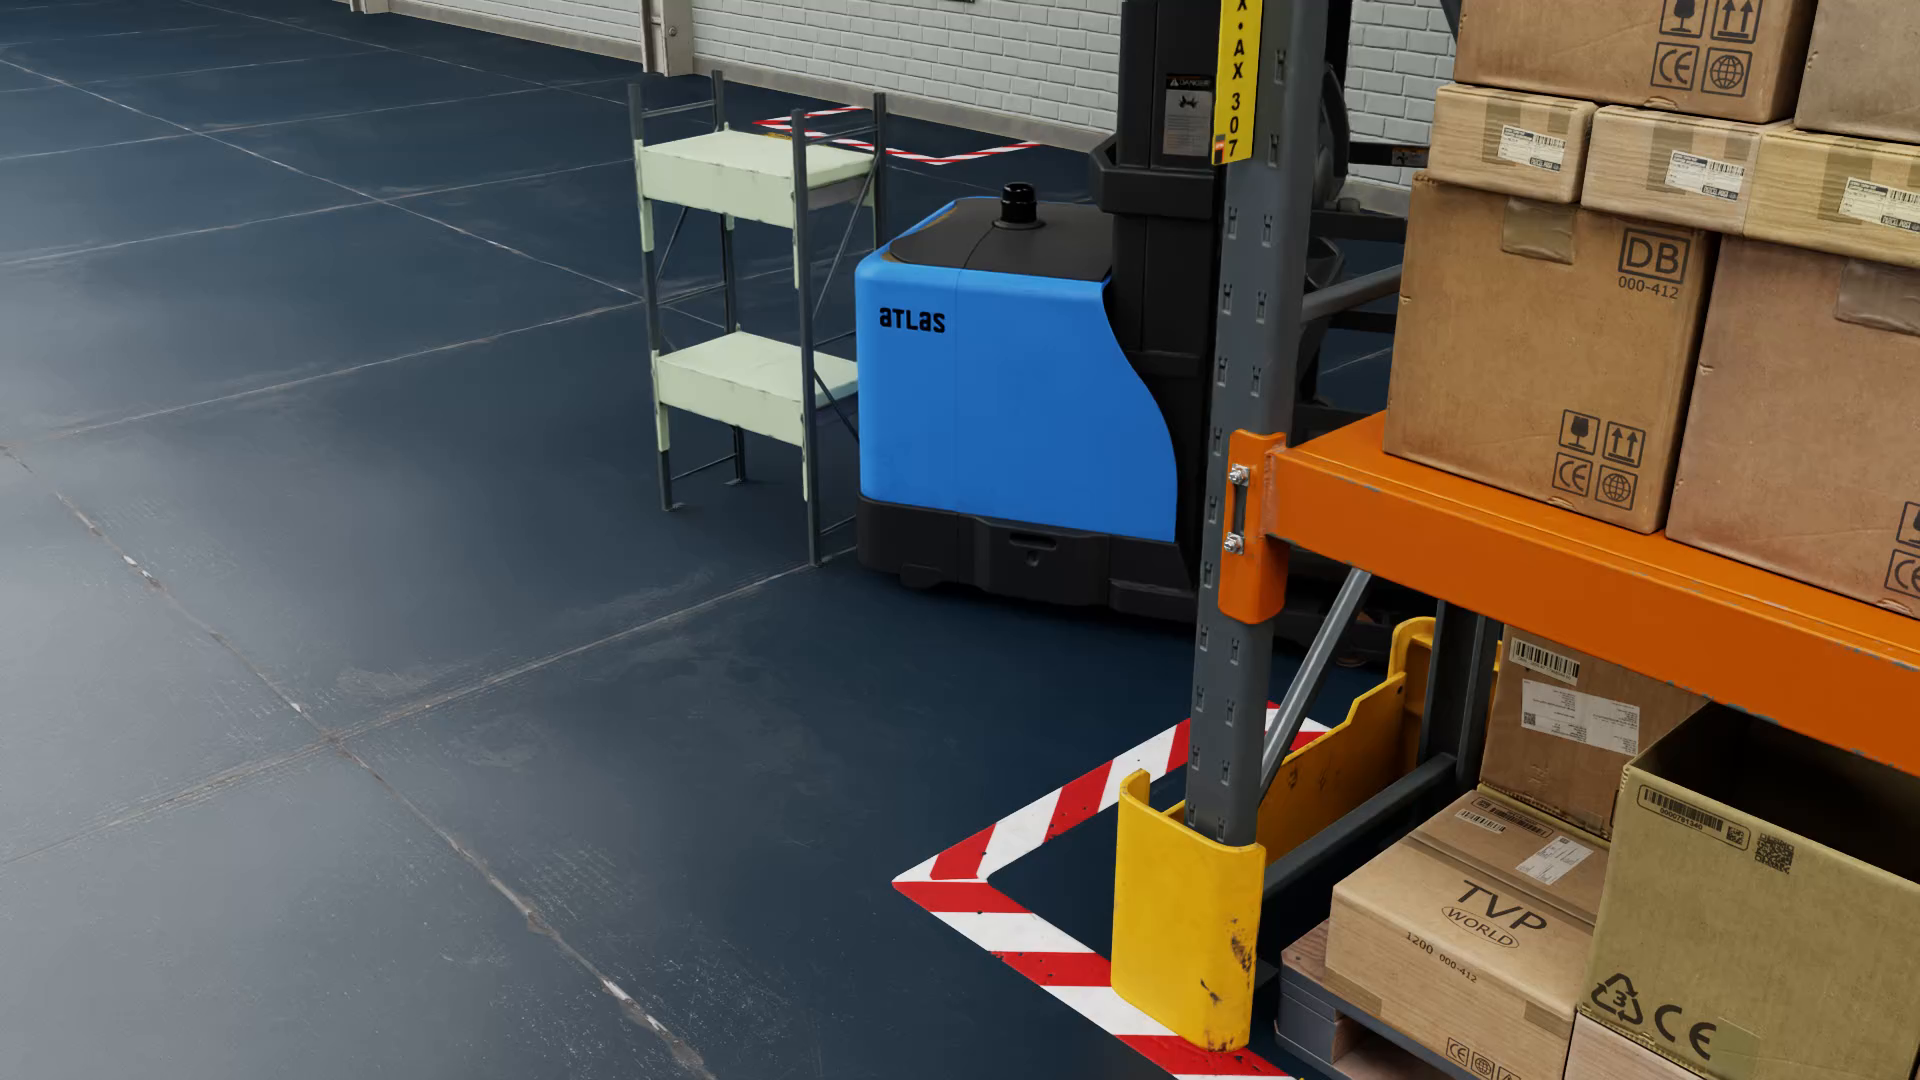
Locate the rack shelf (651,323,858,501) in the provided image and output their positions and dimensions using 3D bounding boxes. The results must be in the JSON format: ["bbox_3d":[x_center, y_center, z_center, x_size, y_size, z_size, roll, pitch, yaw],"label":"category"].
[{"bbox_3d":[-0.652,-0.455,5.726,0.720,0.370,0.431,19,30,35],"label":"rack shelf"}]

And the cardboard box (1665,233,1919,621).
[{"bbox_3d":[1.534,-0.248,2.559,0.700,0.500,0.500,-20,31,-37],"label":"cardboard box"}]

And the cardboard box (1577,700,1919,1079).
[{"bbox_3d":[1.409,0.590,2.746,0.500,0.500,0.500,-21,32,-38],"label":"cardboard box"}]

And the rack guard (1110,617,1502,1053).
[{"bbox_3d":[0.846,0.625,3.779,1.175,0.500,0.348,-21,32,-38],"label":"rack guard"}]

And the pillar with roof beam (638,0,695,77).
[{"bbox_3d":[-5.759,-7.089,10.447,9.100,9.000,0.400,-21,32,-38],"label":"pillar with roof beam"}]

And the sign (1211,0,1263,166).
[{"bbox_3d":[0.453,-0.780,2.707,0.100,0.325,0.005,-21,32,-38],"label":"sign"}]

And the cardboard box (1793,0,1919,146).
[{"bbox_3d":[1.572,-0.822,2.255,0.700,0.500,0.500,-22,33,-40],"label":"cardboard box"}]

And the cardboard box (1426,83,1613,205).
[{"bbox_3d":[0.973,-0.666,2.694,0.380,0.149,0.250,-22,32,-39],"label":"cardboard box"}]

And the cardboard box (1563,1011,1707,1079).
[{"bbox_3d":[1.411,0.931,2.903,0.500,0.250,0.500,-21,32,-38],"label":"cardboard box"}]

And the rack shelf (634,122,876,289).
[{"bbox_3d":[-0.652,-1.107,5.429,0.720,0.370,0.431,19,30,35],"label":"rack shelf"}]

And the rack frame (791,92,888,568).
[{"bbox_3d":[-0.368,-0.656,5.381,0.023,1.500,0.400,19,30,35],"label":"rack frame"}]

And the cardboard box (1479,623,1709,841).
[{"bbox_3d":[1.446,0.291,3.401,0.500,0.500,0.500,-21,32,-38],"label":"cardboard box"}]

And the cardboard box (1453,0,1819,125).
[{"bbox_3d":[1.208,-0.980,2.601,0.700,0.500,0.500,-21,32,-38],"label":"cardboard box"}]

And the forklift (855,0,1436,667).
[{"bbox_3d":[1.239,-1.179,4.803,3.031,2.935,1.130,8,26,18],"label":"forklift"}]

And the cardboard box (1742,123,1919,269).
[{"bbox_3d":[1.325,-0.511,2.354,0.380,0.149,0.250,-21,32,-38],"label":"cardboard box"}]

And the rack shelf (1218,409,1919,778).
[{"bbox_3d":[2.229,0.428,2.065,1.077,0.370,4.000,-21,32,-38],"label":"rack shelf"}]

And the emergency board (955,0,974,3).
[{"bbox_3d":[-0.169,-4.530,12.066,0.157,1.169,0.626,-21,32,-38],"label":"emergency board"}]

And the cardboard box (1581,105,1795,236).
[{"bbox_3d":[1.156,-0.587,2.520,0.380,0.149,0.250,-22,33,-40],"label":"cardboard box"}]

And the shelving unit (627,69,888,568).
[{"bbox_3d":[-0.652,-0.752,5.591,0.755,1.500,0.431,19,30,35],"label":"shelving unit"}]

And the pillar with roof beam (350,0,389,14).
[{"bbox_3d":[-9.860,-8.907,14.432,9.100,9.000,0.400,-21,32,-38],"label":"pillar with roof beam"}]

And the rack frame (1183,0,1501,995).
[{"bbox_3d":[0.862,-0.505,3.244,1.000,3.000,0.127,-21,32,-38],"label":"rack frame"}]

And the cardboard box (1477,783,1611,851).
[{"bbox_3d":[1.444,0.633,3.555,0.500,0.250,0.500,-21,32,-38],"label":"cardboard box"}]

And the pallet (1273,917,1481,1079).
[{"bbox_3d":[1.415,0.983,3.341,1.003,0.211,1.213,-21,32,-38],"label":"pallet"}]

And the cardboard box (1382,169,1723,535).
[{"bbox_3d":[1.172,-0.406,2.905,0.700,0.500,0.500,-21,32,-38],"label":"cardboard box"}]

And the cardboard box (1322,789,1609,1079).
[{"bbox_3d":[1.066,0.780,3.233,0.500,0.250,0.500,-21,32,-38],"label":"cardboard box"}]

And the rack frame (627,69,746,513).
[{"bbox_3d":[-0.937,-0.847,5.800,0.023,1.500,0.400,19,30,35],"label":"rack frame"}]
